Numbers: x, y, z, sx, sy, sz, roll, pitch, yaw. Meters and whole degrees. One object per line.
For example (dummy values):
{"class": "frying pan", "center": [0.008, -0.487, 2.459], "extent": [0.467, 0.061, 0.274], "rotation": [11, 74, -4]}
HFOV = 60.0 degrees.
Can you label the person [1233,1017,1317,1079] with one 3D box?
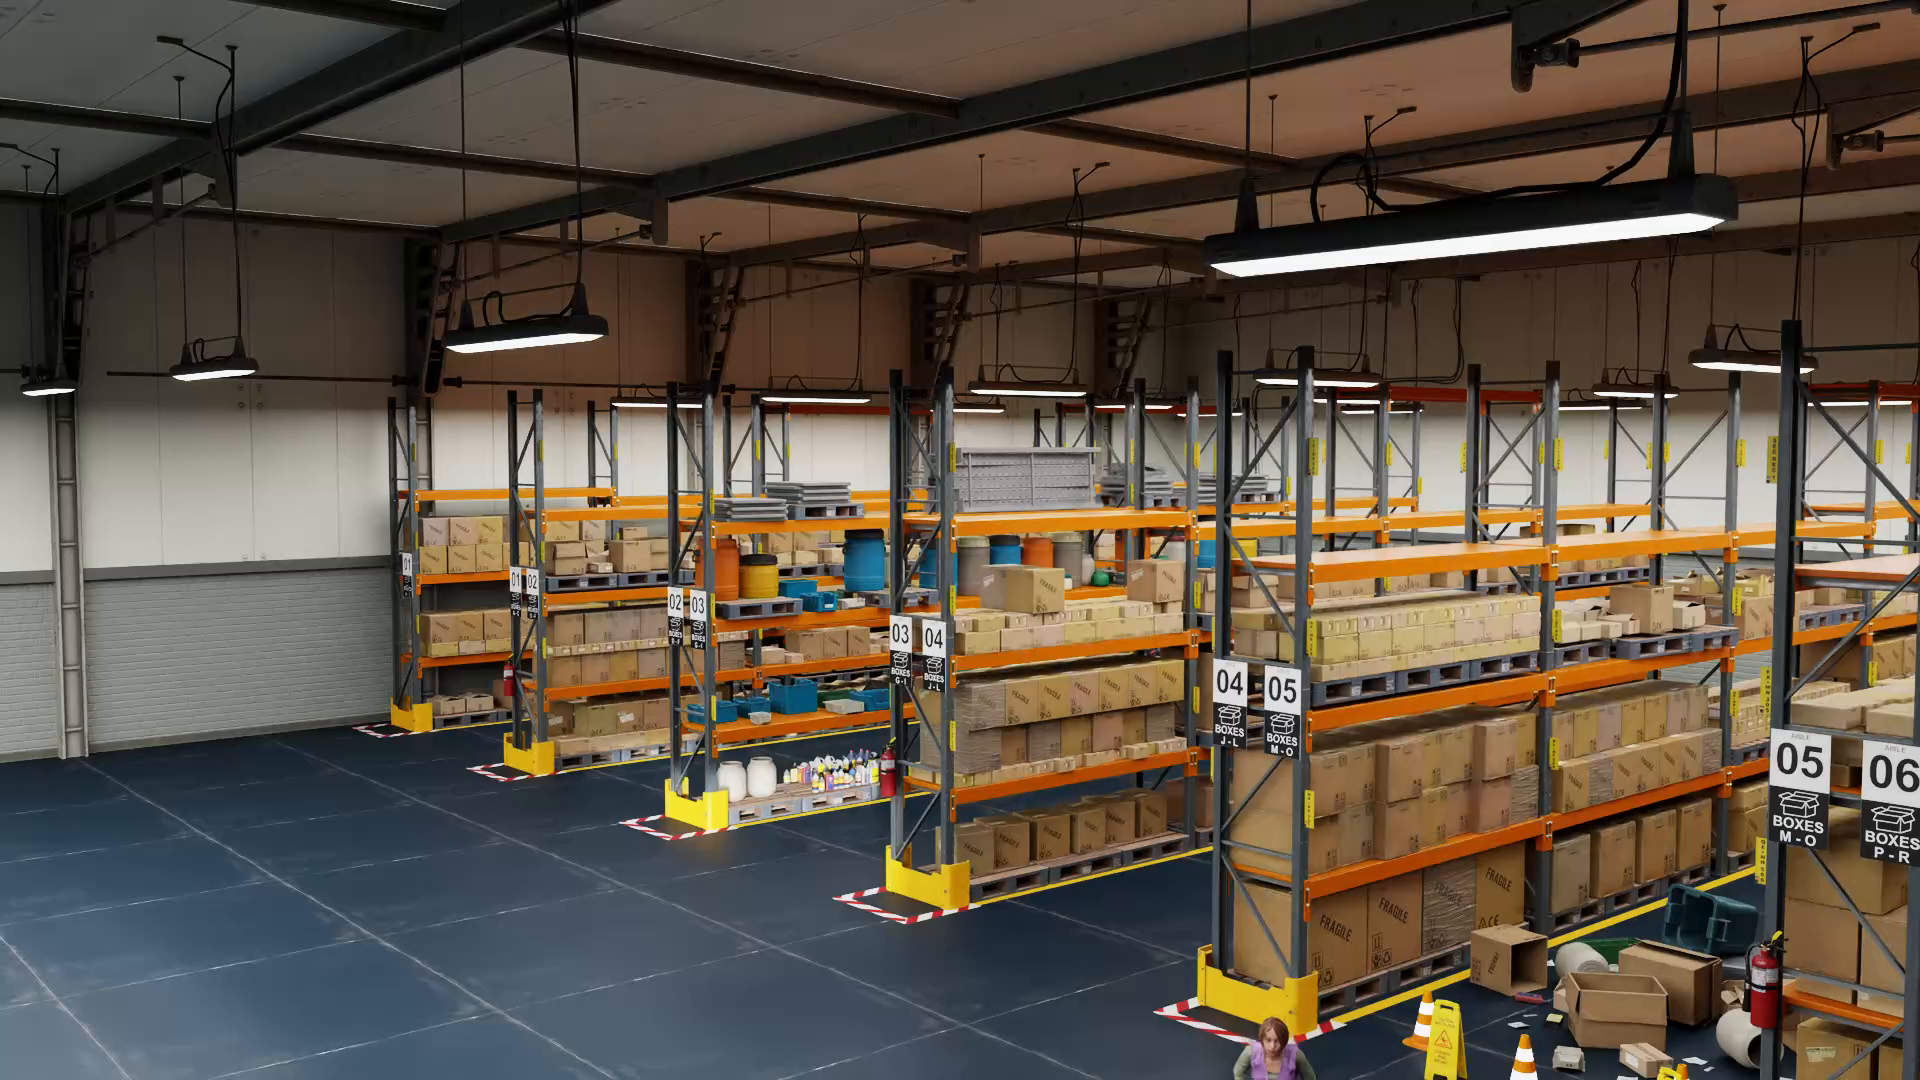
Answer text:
{"class": "person", "center": [2.053, 3.791, 10.860], "extent": [0.536, 1.534, 0.762], "rotation": [1, 3, 10]}
